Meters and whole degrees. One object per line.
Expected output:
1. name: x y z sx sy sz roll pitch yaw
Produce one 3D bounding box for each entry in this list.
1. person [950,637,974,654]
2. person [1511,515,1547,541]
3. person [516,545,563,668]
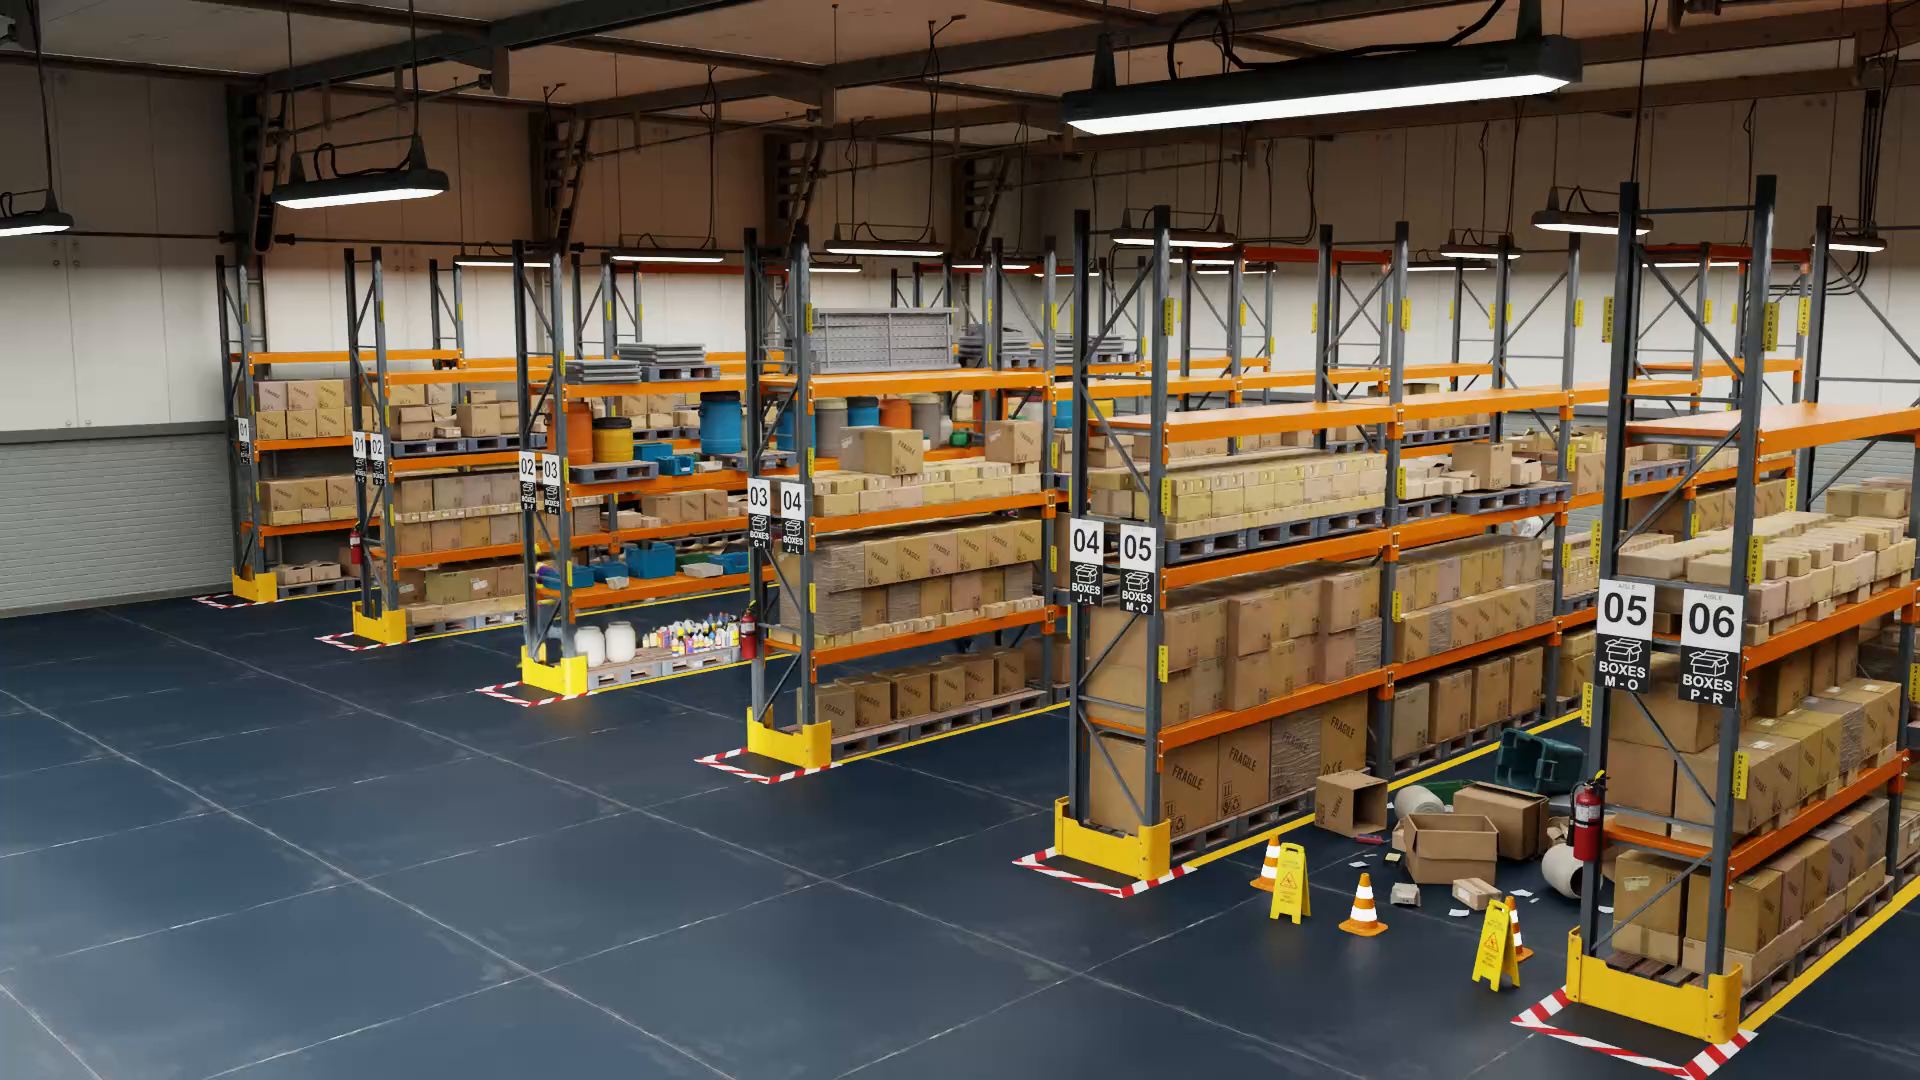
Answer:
1. person: 0.063 1.061 23.342 0.591 1.573 0.533 -8 11 -44
2. person: 10.405 0.075 30.328 0.658 1.691 0.793 -4 9 -25
3. person: -6.043 0.924 23.977 0.913 1.748 0.723 -7 11 -42
